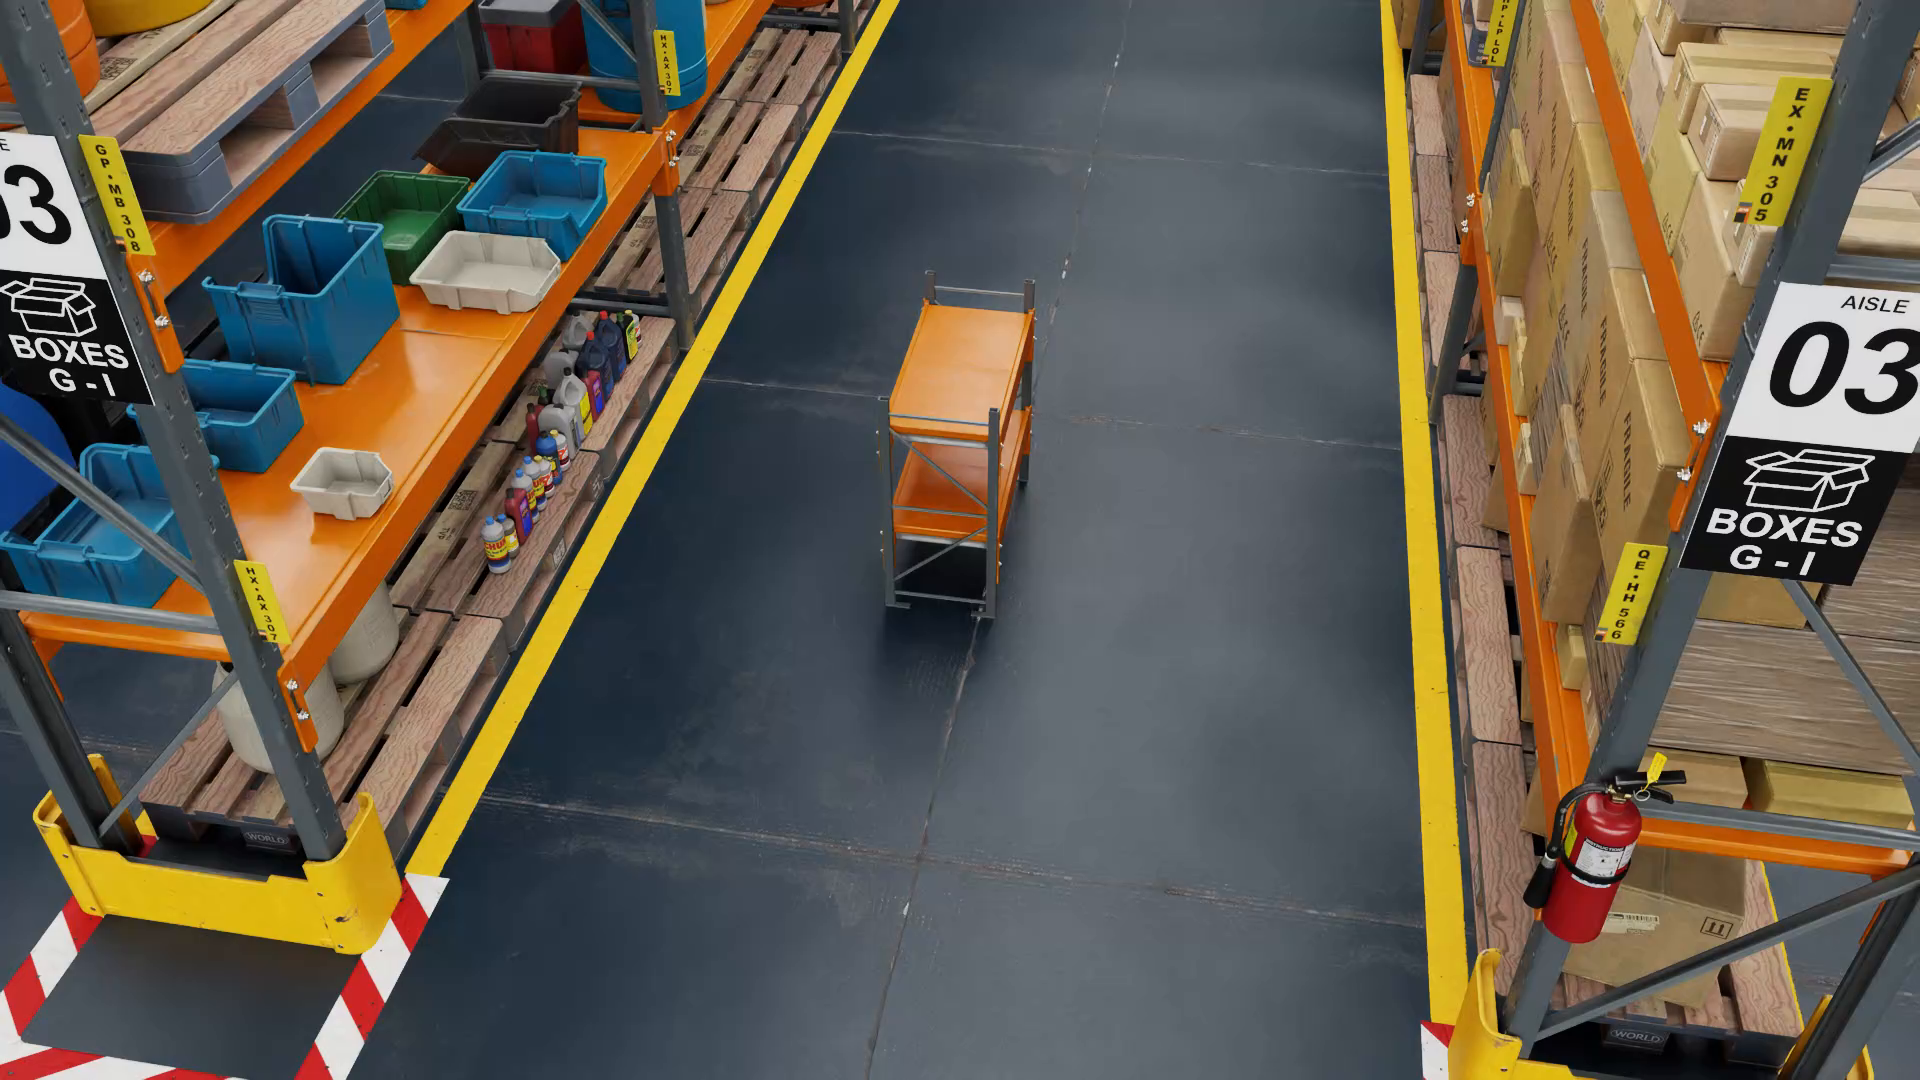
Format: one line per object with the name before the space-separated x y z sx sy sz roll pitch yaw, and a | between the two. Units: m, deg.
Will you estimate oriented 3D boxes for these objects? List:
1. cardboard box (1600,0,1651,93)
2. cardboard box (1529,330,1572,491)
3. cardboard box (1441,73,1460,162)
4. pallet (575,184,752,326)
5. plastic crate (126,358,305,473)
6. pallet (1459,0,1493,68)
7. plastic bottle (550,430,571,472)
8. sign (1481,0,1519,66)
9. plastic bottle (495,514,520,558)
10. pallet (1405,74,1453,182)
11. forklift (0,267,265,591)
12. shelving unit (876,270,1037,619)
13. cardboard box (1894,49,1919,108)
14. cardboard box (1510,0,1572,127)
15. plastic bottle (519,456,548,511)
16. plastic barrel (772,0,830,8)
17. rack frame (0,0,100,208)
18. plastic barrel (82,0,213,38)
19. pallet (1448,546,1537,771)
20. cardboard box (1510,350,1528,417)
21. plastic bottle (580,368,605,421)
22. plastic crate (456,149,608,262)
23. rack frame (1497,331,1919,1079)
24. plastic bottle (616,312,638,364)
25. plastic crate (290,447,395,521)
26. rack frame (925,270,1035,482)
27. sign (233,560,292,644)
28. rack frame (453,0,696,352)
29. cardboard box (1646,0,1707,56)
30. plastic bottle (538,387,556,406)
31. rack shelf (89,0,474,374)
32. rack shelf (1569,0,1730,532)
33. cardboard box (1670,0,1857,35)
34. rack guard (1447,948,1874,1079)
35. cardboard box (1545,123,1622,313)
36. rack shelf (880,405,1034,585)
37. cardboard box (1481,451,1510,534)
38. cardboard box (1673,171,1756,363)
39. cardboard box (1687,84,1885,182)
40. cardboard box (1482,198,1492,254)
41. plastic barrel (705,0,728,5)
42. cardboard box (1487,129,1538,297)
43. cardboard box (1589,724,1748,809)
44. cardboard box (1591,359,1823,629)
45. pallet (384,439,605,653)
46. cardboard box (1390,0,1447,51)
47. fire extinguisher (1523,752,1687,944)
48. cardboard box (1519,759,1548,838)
cardboard box | 2.319 -1.599 5.191 0.500 0.250 0.500 6 40 7
cardboard box | 2.443 -0.351 5.606 0.875 0.500 0.500 6 40 8
cardboard box | 3.428 -2.675 10.344 0.700 0.500 0.500 3 40 4
pallet | -1.866 -1.699 9.736 1.003 0.211 1.213 6 40 8
plastic crate | -2.745 -0.463 6.169 0.499 0.251 0.408 6 40 8
pallet | 3.305 -2.920 9.175 1.003 0.211 1.213 6 40 8
plastic bottle | -1.905 -0.430 7.863 0.097 0.201 0.097 0 40 0
sign | 2.368 -2.235 7.288 0.100 0.325 0.005 6 40 8
plastic bottle | -2.017 -0.026 7.375 0.097 0.201 0.097 0 40 0
pallet | 3.471 -2.676 10.917 1.003 0.211 1.213 6 40 8
forklift | -4.540 -1.588 7.467 1.130 2.935 3.031 8 40 9
shelving unit | 0.001 -0.438 7.494 0.538 1.125 1.048 6 40 8
cardboard box | 2.724 -1.258 4.466 0.380 0.149 0.250 6 40 8
cardboard box | 2.587 -2.014 6.833 0.500 0.500 0.500 6 40 8
plastic bottle | -1.958 -0.266 7.610 0.097 0.271 0.097 0 40 0
plastic barrel | -1.203 -4.421 12.214 0.600 0.830 0.708 6 40 8
rack frame | -2.655 -2.078 3.298 1.000 3.000 0.127 6 40 8
plastic barrel | -2.583 -1.886 4.943 0.600 0.588 0.600 0 40 0
pallet | 2.625 0.538 7.031 1.003 0.211 1.213 6 40 8
cardboard box | 2.335 -0.589 6.402 0.380 0.149 0.250 6 40 8
plastic bottle | -1.811 -0.736 8.169 0.061 0.283 0.133 9 40 11
plastic crate | -1.887 -1.495 7.417 0.499 0.251 0.616 6 40 8
rack frame | 2.223 0.780 4.549 1.000 3.000 0.127 6 40 8
plastic bottle | -1.722 -1.061 8.562 0.061 0.283 0.133 8 40 10
plastic crate | -2.184 -0.191 5.930 0.298 0.136 0.250 6 40 8
rack frame | 0.089 -0.757 7.879 0.500 1.125 0.032 6 40 8
sign | -2.114 0.191 5.045 0.100 0.325 0.005 6 40 8
rack frame | -1.963 -2.276 8.246 1.000 3.000 0.127 6 40 8
cardboard box | 2.196 -1.496 4.753 0.380 0.149 0.250 5 40 5
plastic bottle | -1.985 -0.635 8.048 0.061 0.283 0.133 6 40 8
rack shelf | -2.309 -1.900 6.001 1.077 0.370 4.000 6 40 8
rack shelf | 2.569 -1.354 5.341 1.077 0.370 4.000 6 40 8
cardboard box | 2.242 -1.723 4.518 0.500 0.500 0.500 6 40 8
rack guard | 2.236 1.696 5.404 1.175 0.500 0.348 6 40 8
cardboard box | 2.339 -1.072 5.692 0.500 0.500 0.500 6 40 8
rack shelf | 0.001 -0.249 7.649 0.538 0.278 1.000 6 40 8
cardboard box | 2.715 -0.322 7.514 0.500 0.500 0.500 19 43 21
cardboard box | 2.056 -0.649 4.041 0.500 0.250 0.500 7 40 9
cardboard box | 2.063 -1.015 4.171 0.380 0.149 0.250 5 40 6
cardboard box | 2.526 -1.376 7.355 0.380 0.149 0.250 6 40 8
plastic barrel | -1.455 -3.365 9.457 0.433 0.535 0.433 0 40 0
cardboard box | 2.655 -1.298 6.751 0.875 0.500 0.500 6 40 8
cardboard box | 2.069 0.675 4.873 0.380 0.149 0.250 6 40 8
cardboard box | 2.075 -0.131 4.555 0.500 0.500 0.500 6 40 8
pallet | -2.329 -0.017 7.702 1.003 0.211 1.213 6 40 8
cardboard box | 3.747 -4.014 11.686 1.225 0.875 0.875 5 40 6
fire extinguisher | 1.749 0.831 4.549 0.296 0.674 0.183 6 40 8
cardboard box | 2.417 0.813 6.142 0.500 0.500 0.500 17 42 19
